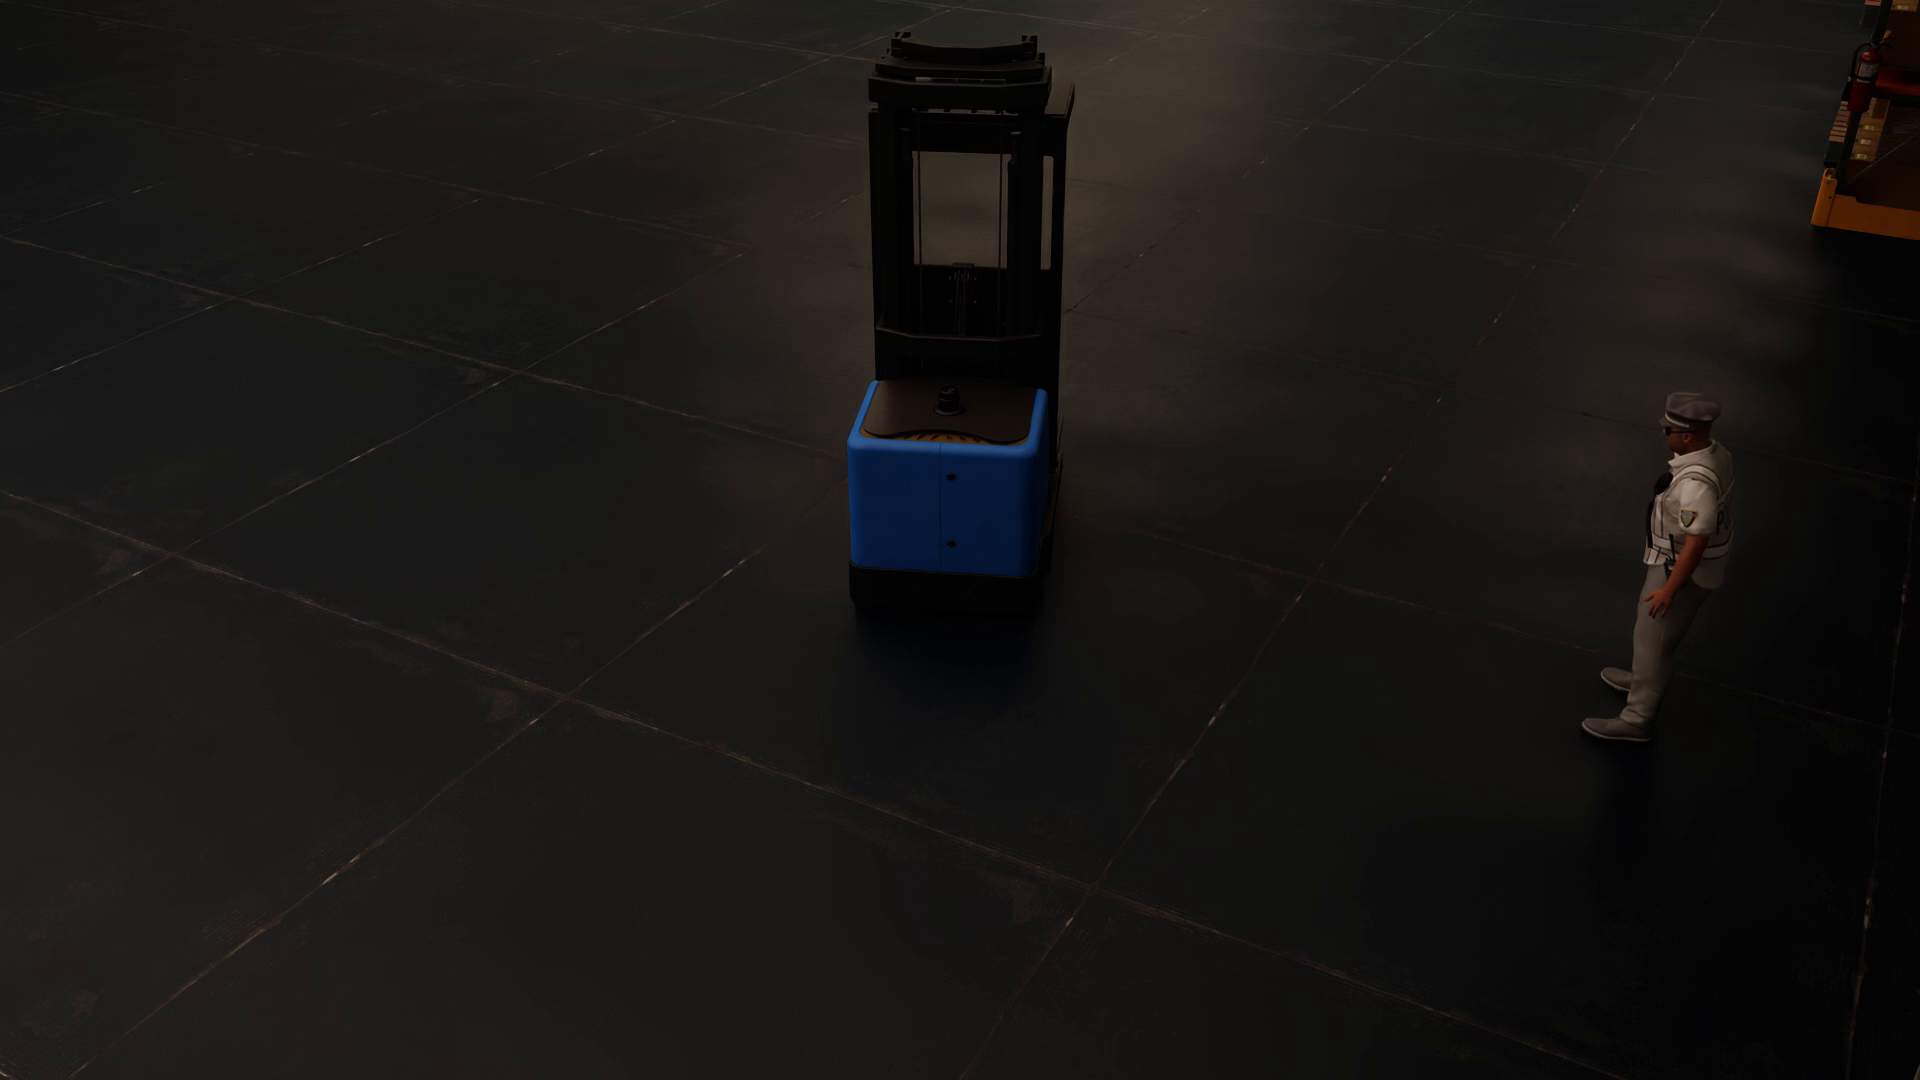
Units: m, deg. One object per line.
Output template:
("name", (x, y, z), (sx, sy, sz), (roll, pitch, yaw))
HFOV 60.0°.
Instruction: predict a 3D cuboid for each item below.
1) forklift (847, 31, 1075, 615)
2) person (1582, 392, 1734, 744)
("forklift", (0.072, -1.572, 9.794), (1.130, 2.935, 3.031), (3, 30, 6))
("person", (3.446, 0.126, 8.039), (0.465, 1.752, 0.663), (17, 34, 26))
